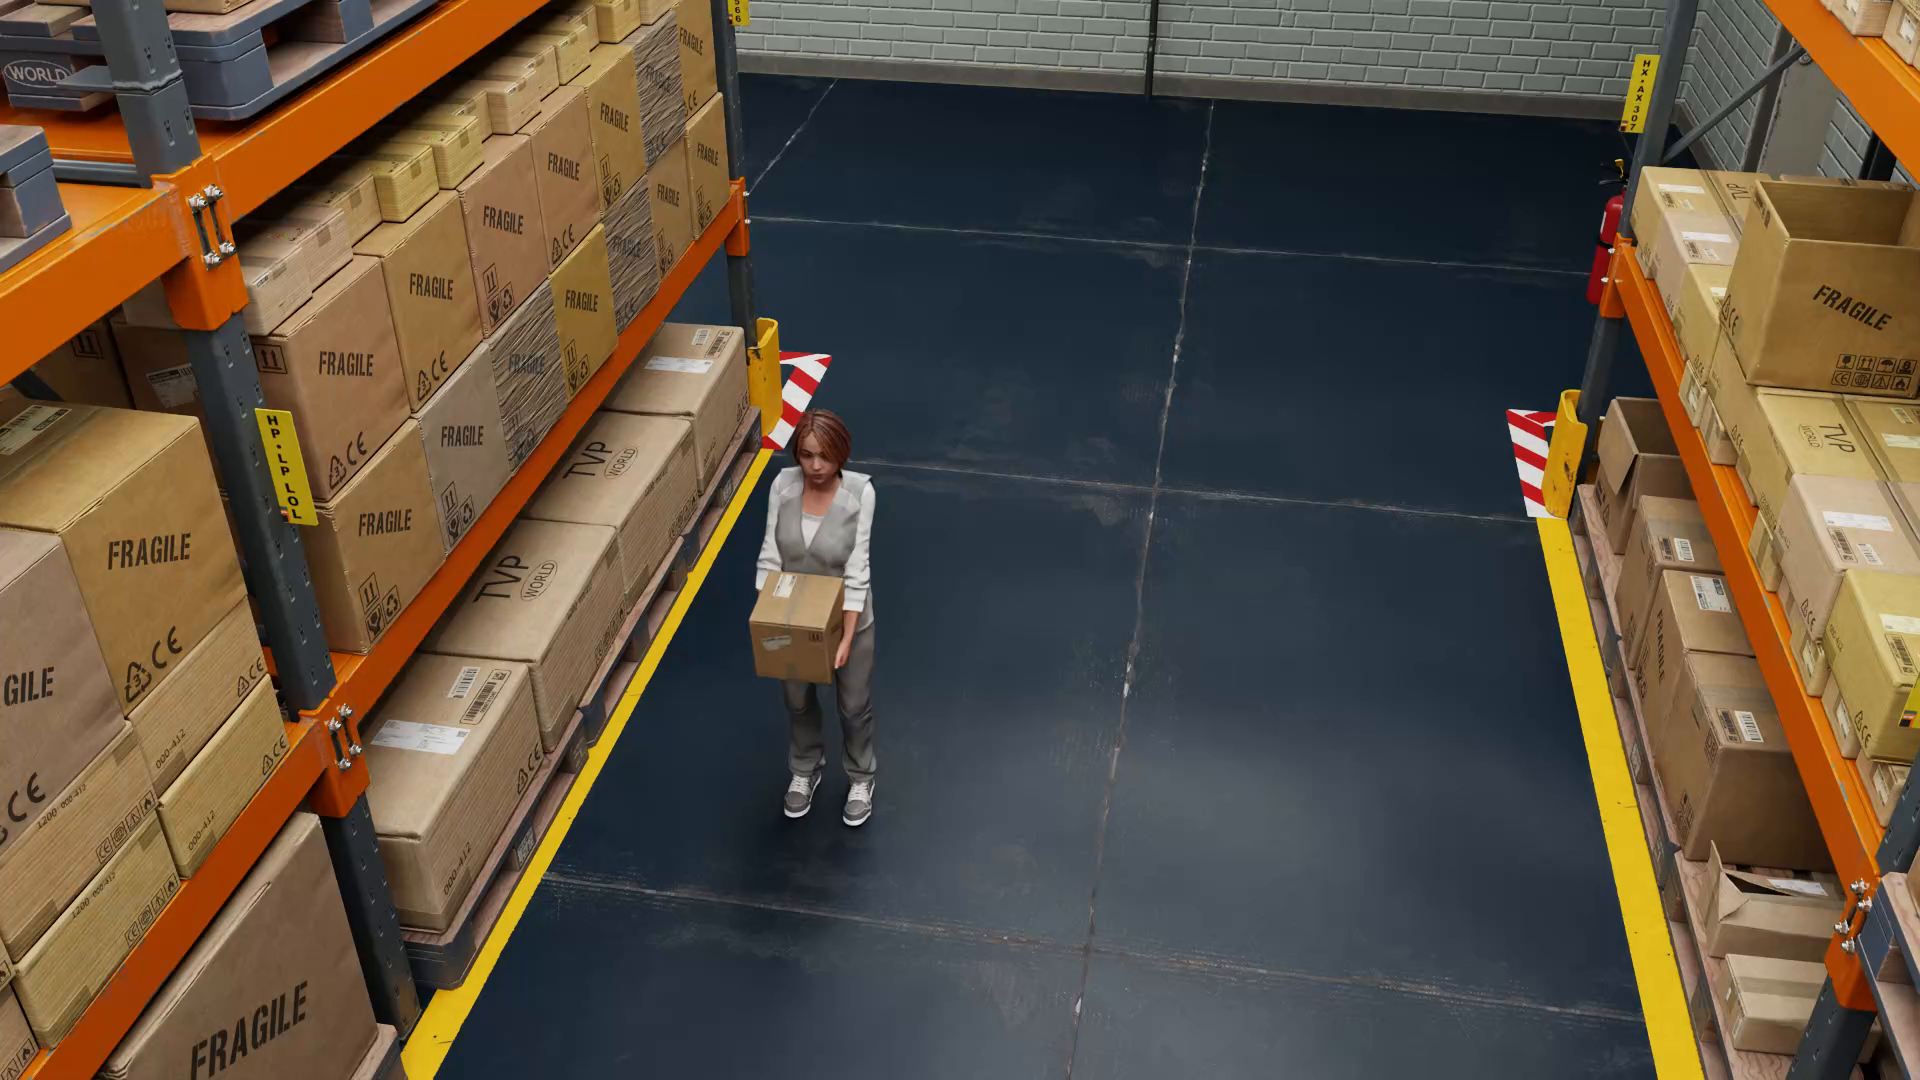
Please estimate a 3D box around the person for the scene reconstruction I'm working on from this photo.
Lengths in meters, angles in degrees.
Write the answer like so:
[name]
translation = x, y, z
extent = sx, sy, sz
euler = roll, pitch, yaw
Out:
[person]
translation = -0.481, 0.323, 5.651
extent = 0.385, 1.598, 0.498
euler = 6, 33, 9
